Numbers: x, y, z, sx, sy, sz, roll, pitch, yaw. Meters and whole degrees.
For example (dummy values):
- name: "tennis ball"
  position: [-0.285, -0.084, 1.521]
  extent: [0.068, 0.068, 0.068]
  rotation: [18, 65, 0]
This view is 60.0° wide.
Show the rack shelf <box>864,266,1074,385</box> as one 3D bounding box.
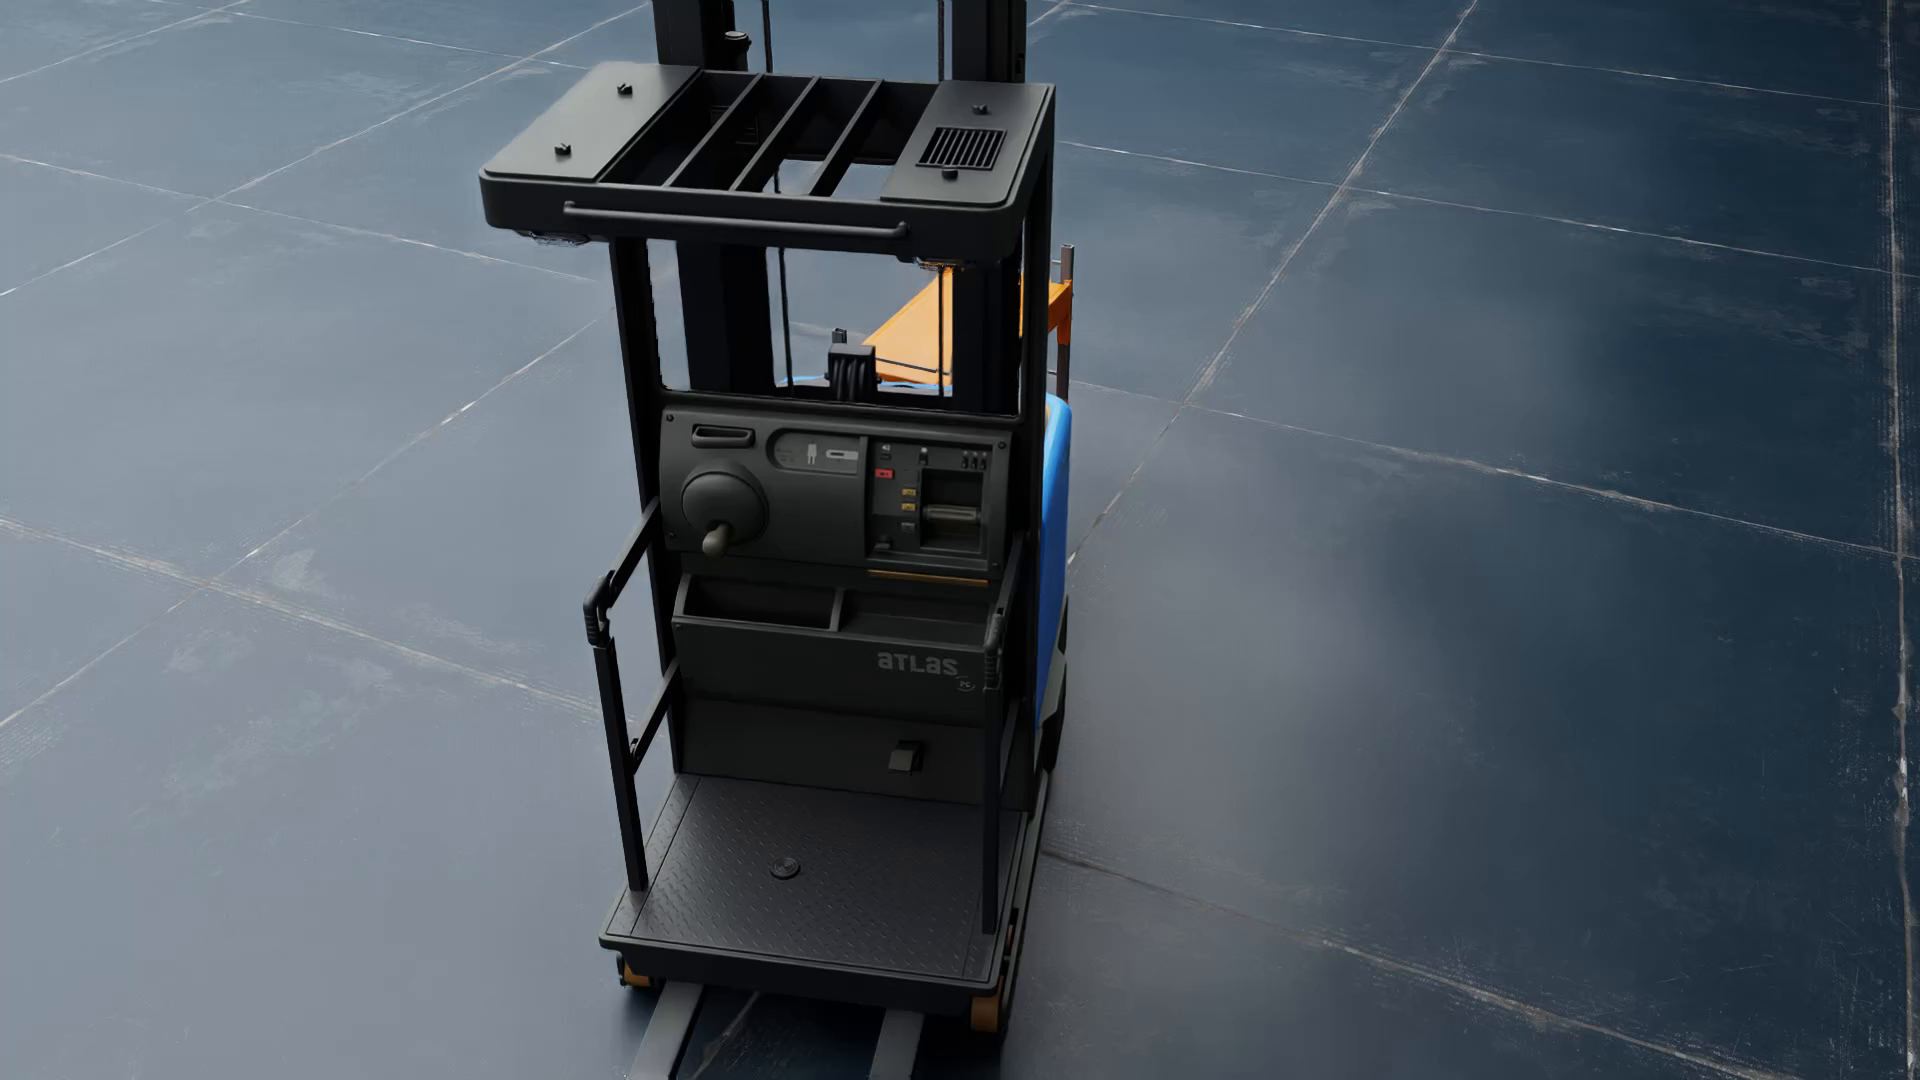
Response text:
- name: "rack shelf"
  position: [-0.003, -0.712, 6.276]
  extent: [0.538, 0.278, 1.000]
  rotation: [14, 36, 20]

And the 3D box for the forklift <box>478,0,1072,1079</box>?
- name: "forklift"
  position: [-0.365, -0.065, 4.177]
  extent: [1.130, 2.935, 3.031]
  rotation: [5, 34, 8]

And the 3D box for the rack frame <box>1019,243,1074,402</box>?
- name: "rack frame"
  position: [0.210, -0.720, 6.823]
  extent: [0.500, 1.125, 0.032]
  rotation: [14, 36, 20]

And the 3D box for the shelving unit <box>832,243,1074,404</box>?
- name: "shelving unit"
  position: [-0.003, -0.467, 6.436]
  extent: [0.538, 1.125, 1.048]
  rotation: [14, 36, 20]

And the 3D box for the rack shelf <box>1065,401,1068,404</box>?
- name: "rack shelf"
  position: [-0.003, -0.263, 6.570]
  extent: [0.538, 0.278, 1.000]
  rotation: [14, 36, 20]

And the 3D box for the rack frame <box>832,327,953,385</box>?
- name: "rack frame"
  position: [-0.216, -0.214, 6.050]
  extent: [0.500, 1.125, 0.032]
  rotation: [14, 36, 20]
